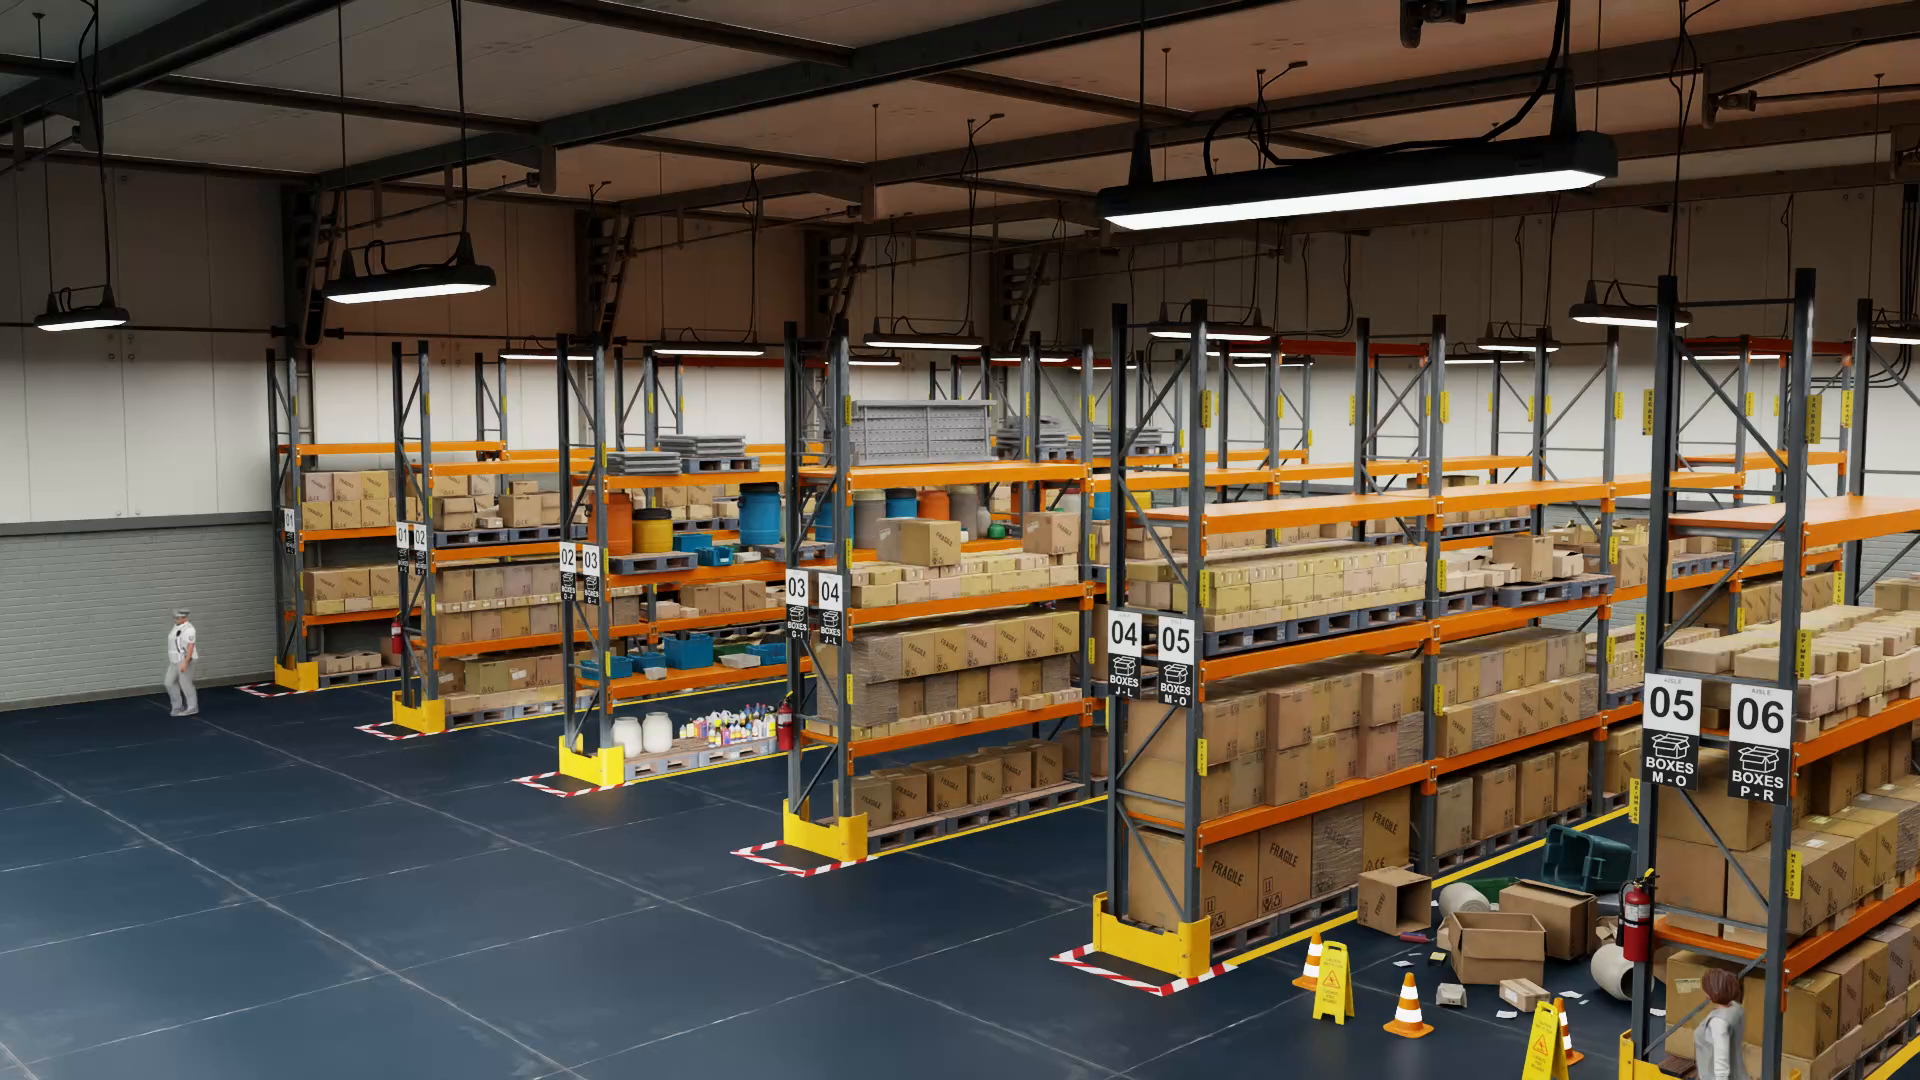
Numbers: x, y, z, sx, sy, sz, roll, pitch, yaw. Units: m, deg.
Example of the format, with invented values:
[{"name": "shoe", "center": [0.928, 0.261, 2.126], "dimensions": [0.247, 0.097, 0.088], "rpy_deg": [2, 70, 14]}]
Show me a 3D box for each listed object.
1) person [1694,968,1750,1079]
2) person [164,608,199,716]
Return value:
[{"name": "person", "center": [4.864, 3.468, 10.455], "dimensions": [0.845, 1.561, 0.432], "rpy_deg": [4, 6, 38]}, {"name": "person", "center": [-12.550, 2.016, 26.826], "dimensions": [0.562, 1.847, 0.418], "rpy_deg": [4, 6, 37]}]
